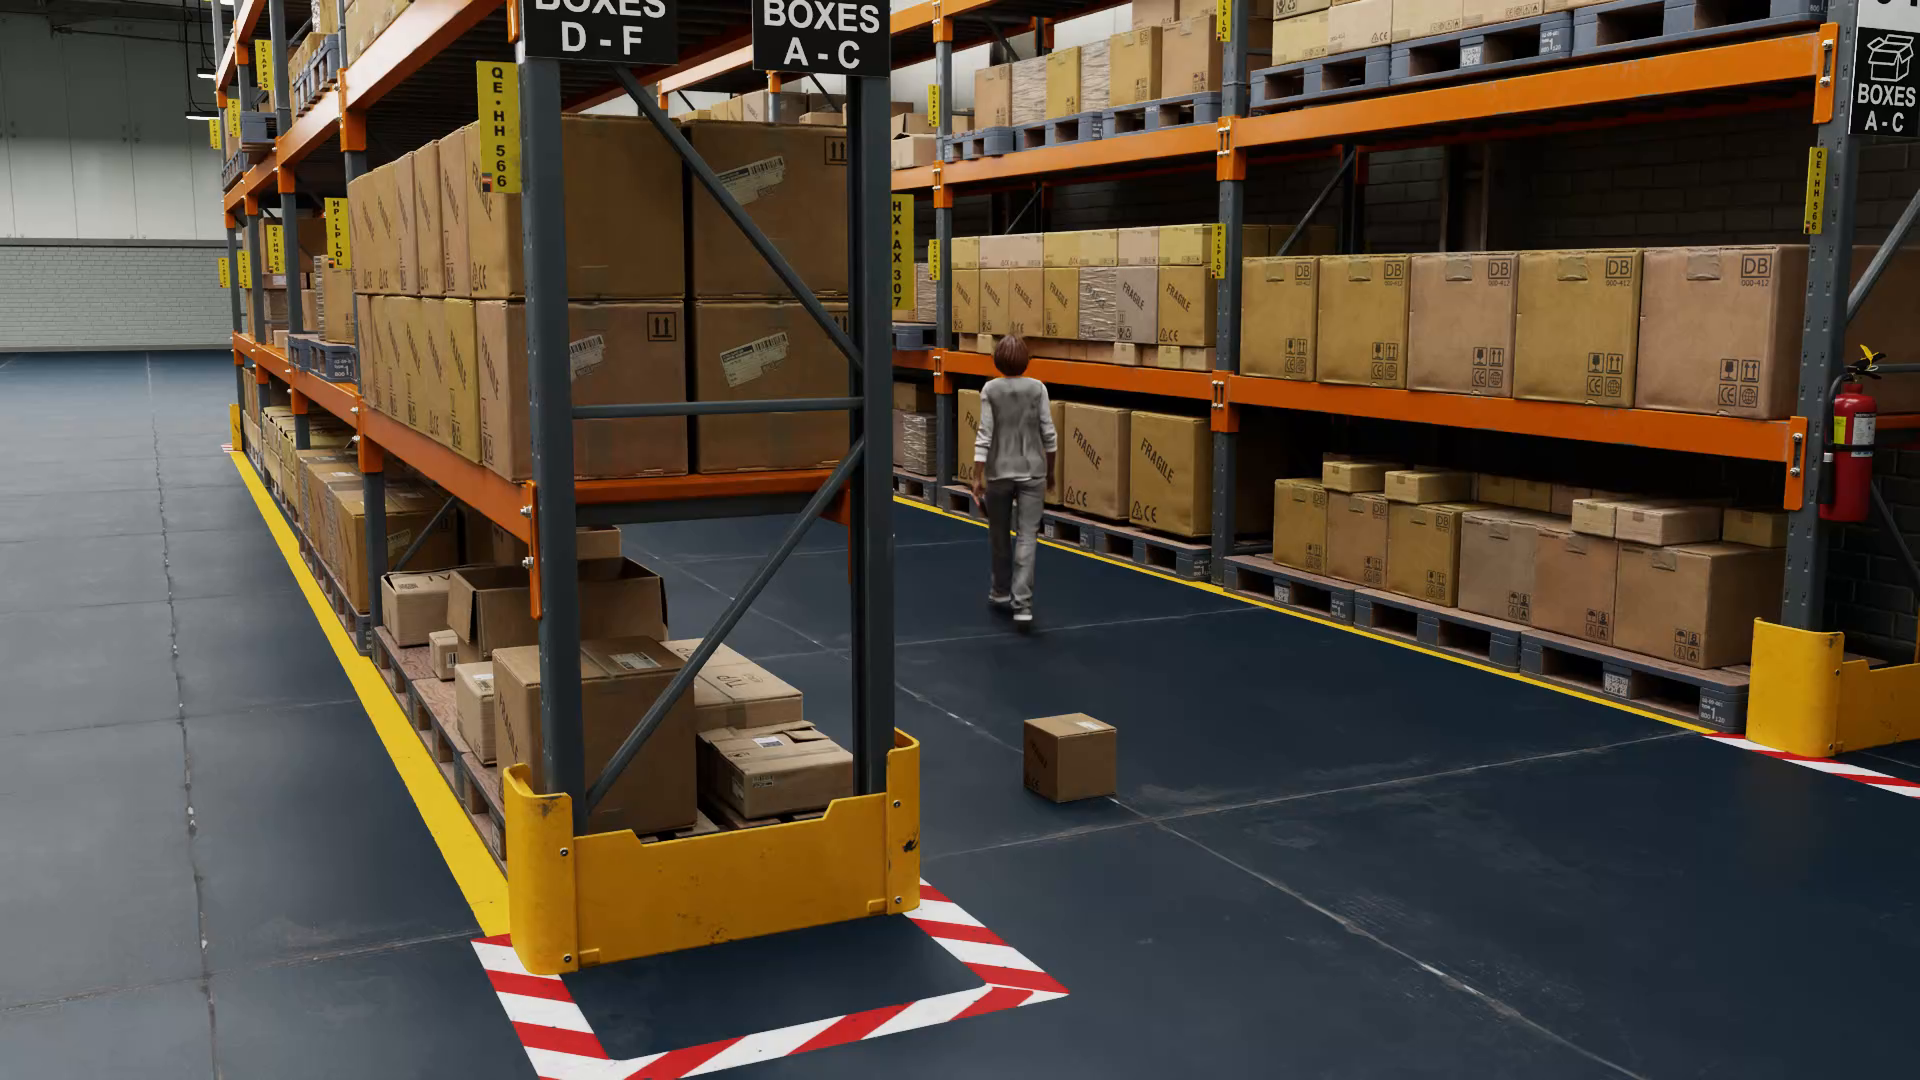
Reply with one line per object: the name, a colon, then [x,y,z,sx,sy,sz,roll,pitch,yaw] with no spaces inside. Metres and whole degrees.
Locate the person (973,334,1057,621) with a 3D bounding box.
person: [0.311,-0.363,9.165,0.447,1.540,0.930,1,9,5]
